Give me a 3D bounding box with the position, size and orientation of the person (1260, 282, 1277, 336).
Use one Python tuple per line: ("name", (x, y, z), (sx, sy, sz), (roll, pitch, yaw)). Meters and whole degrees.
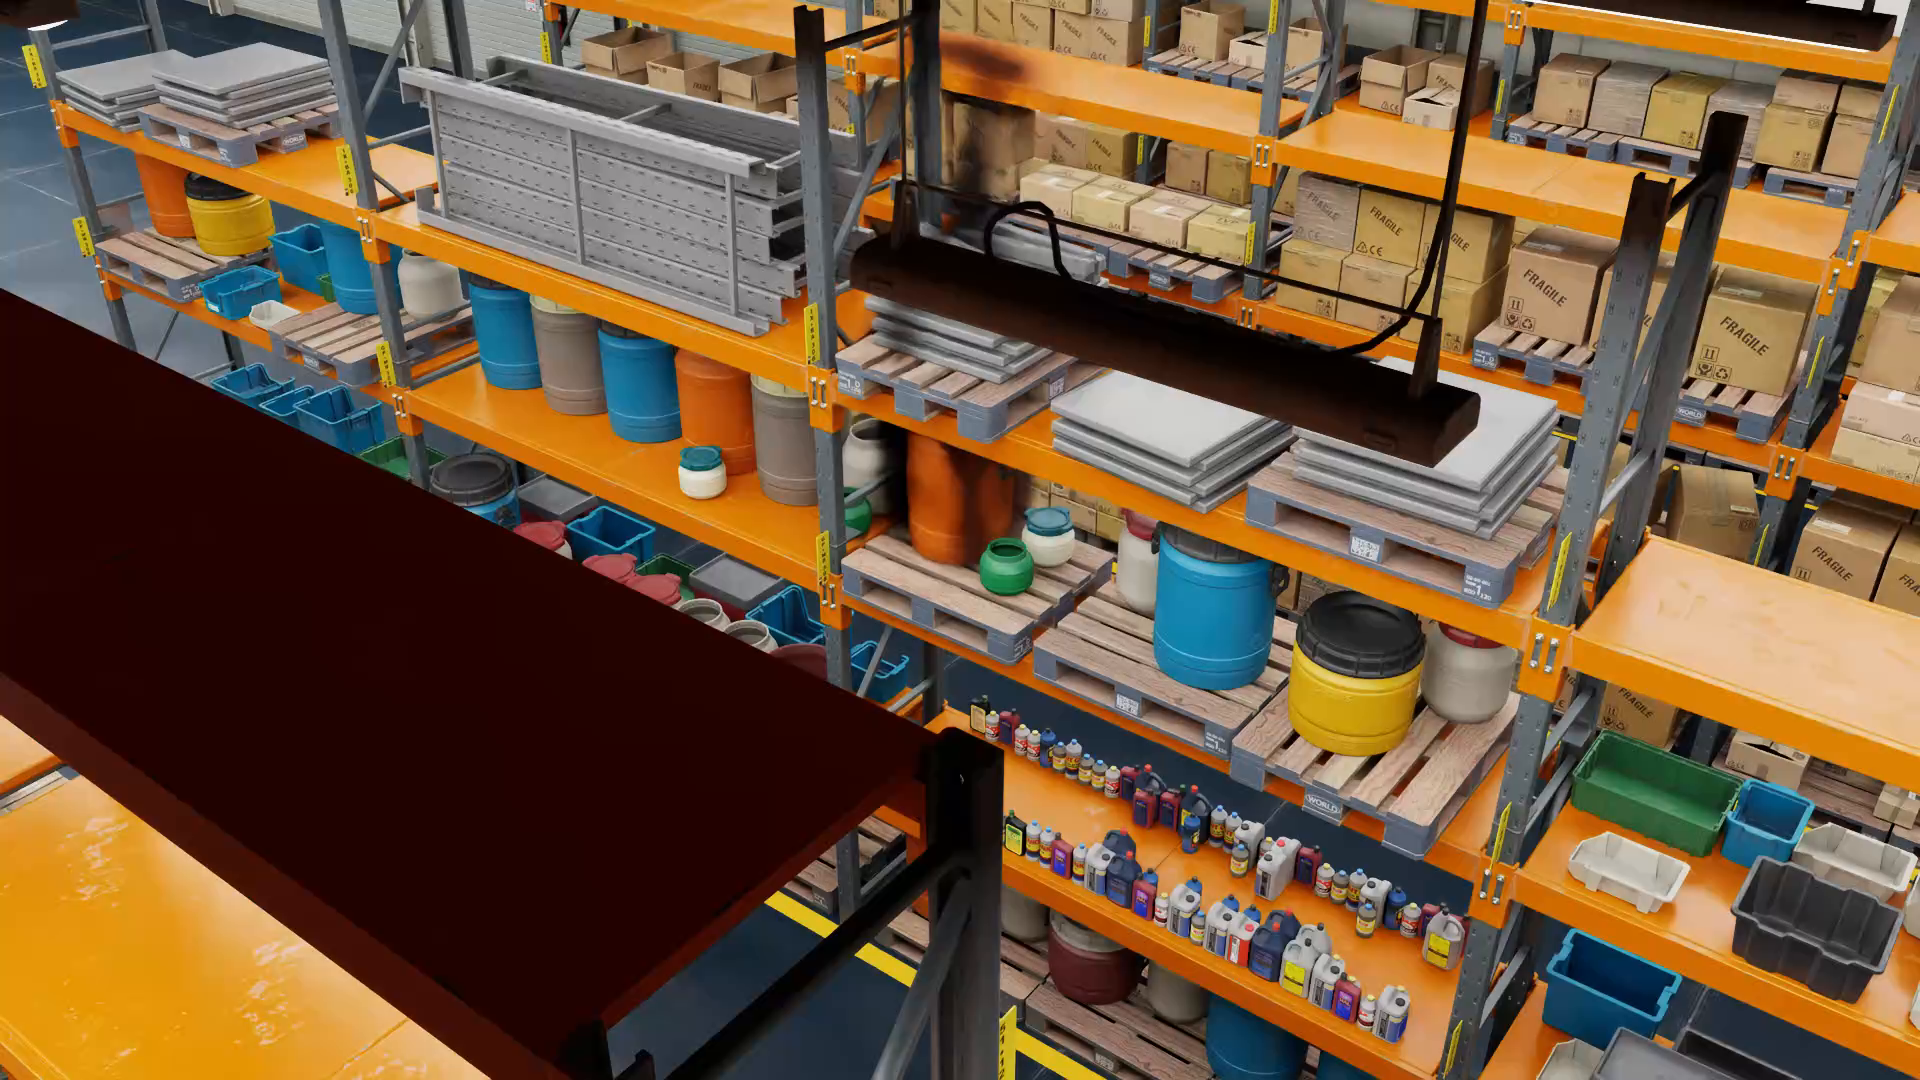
("person", (3.003, -1.843, 16.612), (0.863, 1.771, 0.657), (11, 33, 18))
